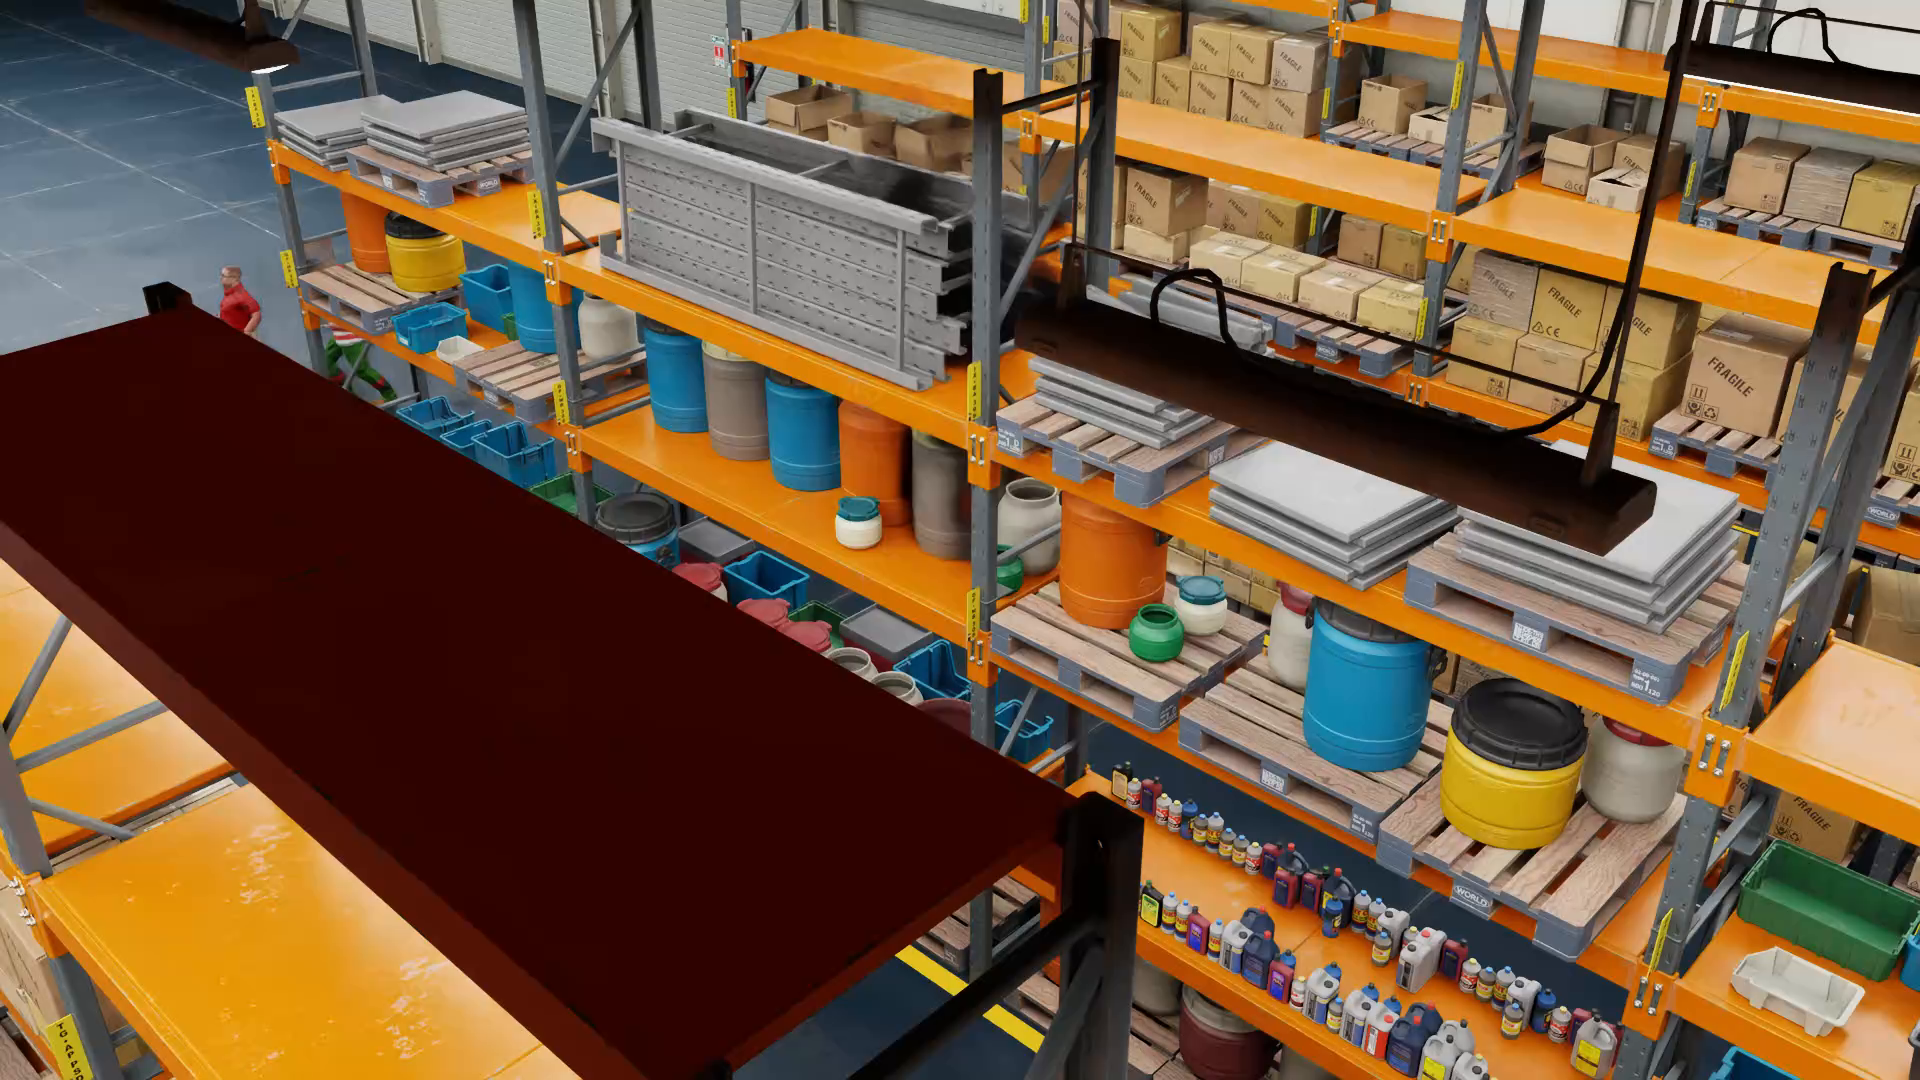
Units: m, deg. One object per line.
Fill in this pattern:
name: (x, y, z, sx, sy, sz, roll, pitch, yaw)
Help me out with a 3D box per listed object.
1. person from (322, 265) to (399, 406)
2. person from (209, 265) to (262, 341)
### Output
person: (-6.731, -2.202, 18.356, 0.792, 1.804, 0.636, -13, 32, -22)
person: (-8.030, -2.218, 18.448, 0.602, 1.688, 0.650, -14, 32, -23)
